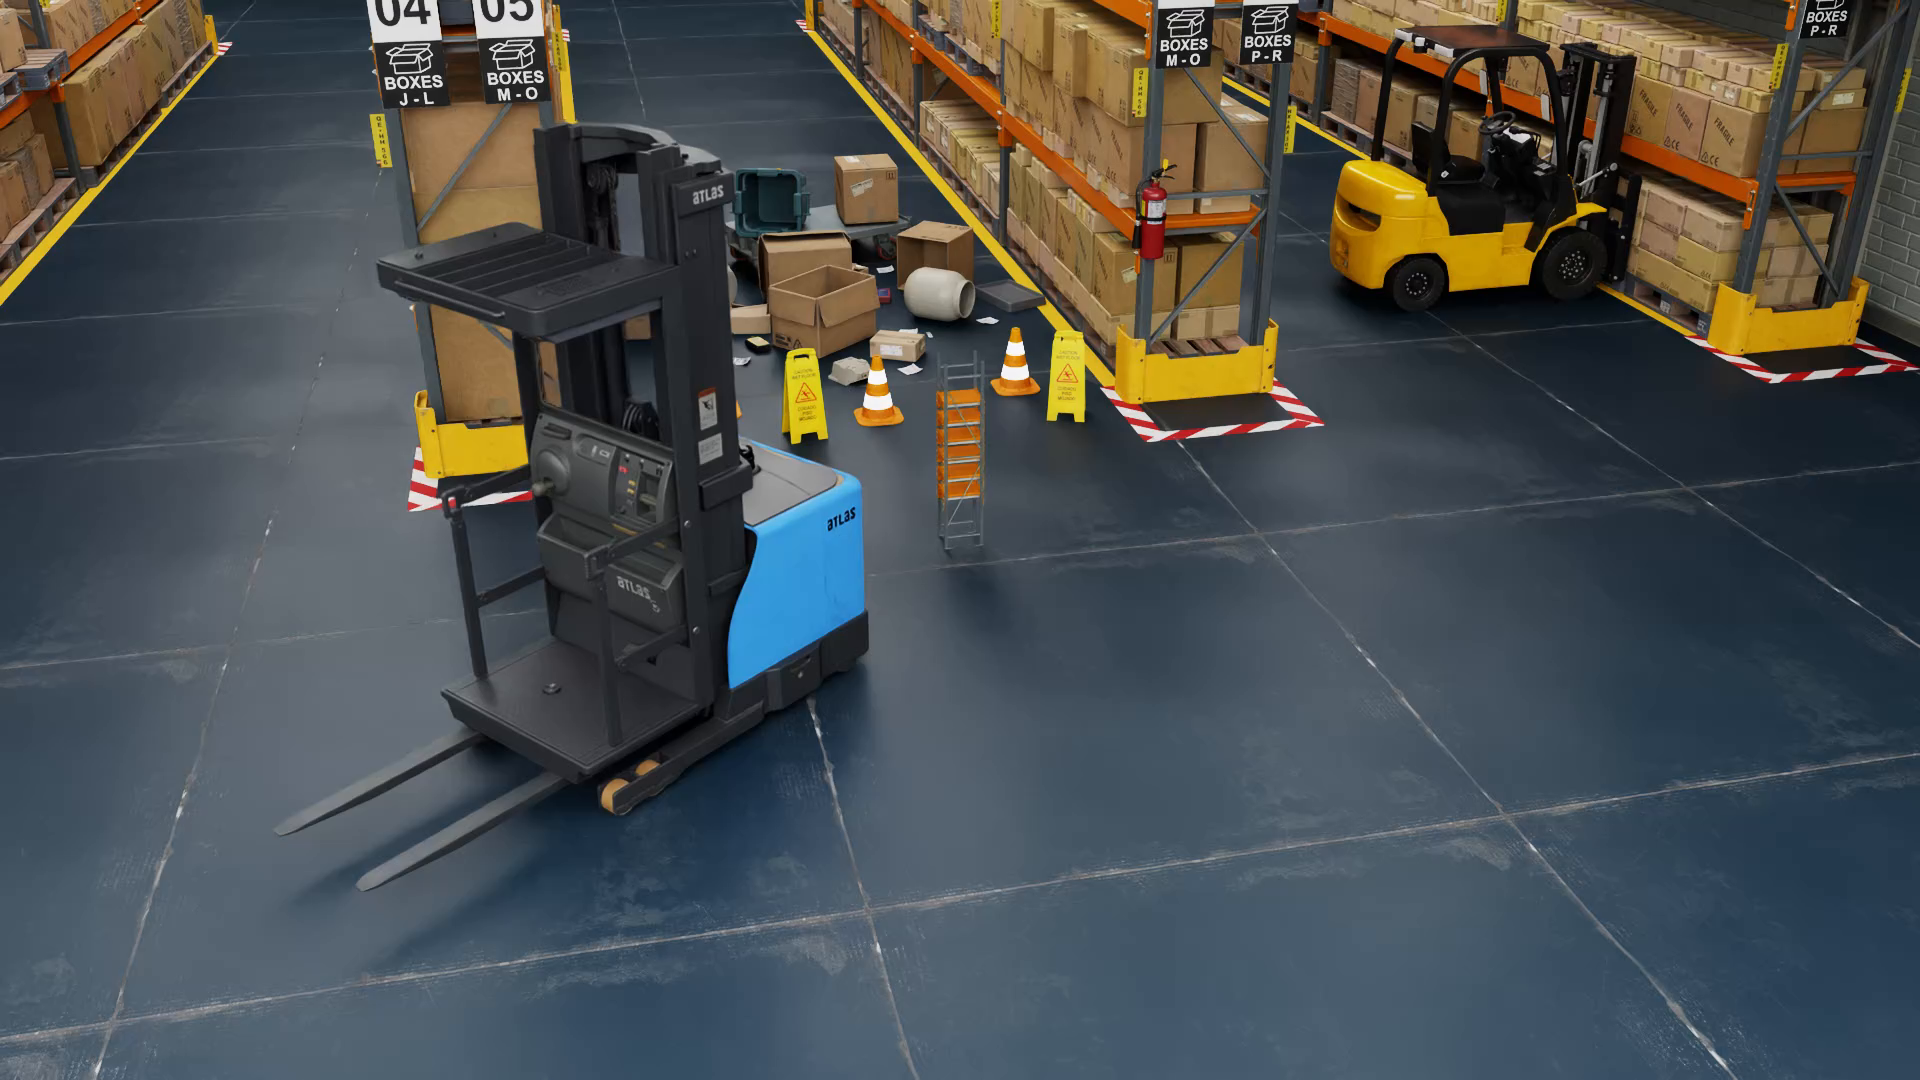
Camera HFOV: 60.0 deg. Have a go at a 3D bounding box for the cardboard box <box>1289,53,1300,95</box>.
[{"bbox_3d":[4.396,-5.907,20.933,0.500,0.500,0.500,-6,27,-12],"label":"cardboard box"}]

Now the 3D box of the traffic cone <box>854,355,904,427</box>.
[{"bbox_3d":[-0.587,-1.097,11.910,0.336,0.463,0.334,-6,27,-12],"label":"traffic cone"}]

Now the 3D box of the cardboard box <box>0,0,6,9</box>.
[{"bbox_3d":[-9.526,-4.938,16.128,0.500,0.500,0.500,-9,28,-18],"label":"cardboard box"}]

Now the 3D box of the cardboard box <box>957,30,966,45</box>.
[{"bbox_3d":[0.177,-5.145,16.927,0.380,0.149,0.250,-5,27,-10],"label":"cardboard box"}]

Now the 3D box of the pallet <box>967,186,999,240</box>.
[{"bbox_3d":[0.693,-3.286,16.527,1.003,0.211,1.213,-6,27,-12],"label":"pallet"}]

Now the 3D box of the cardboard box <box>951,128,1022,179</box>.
[{"bbox_3d":[0.425,-4.054,17.404,0.950,0.372,0.625,-5,27,-10],"label":"cardboard box"}]

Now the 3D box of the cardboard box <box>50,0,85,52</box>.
[{"bbox_3d":[-9.650,-5.451,17.610,0.500,0.500,0.500,-7,28,-13],"label":"cardboard box"}]

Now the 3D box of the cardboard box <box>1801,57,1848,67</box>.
[{"bbox_3d":[6.740,-3.699,13.088,0.380,0.149,0.250,-5,27,-10],"label":"cardboard box"}]

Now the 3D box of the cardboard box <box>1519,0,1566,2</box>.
[{"bbox_3d":[5.825,-5.329,16.648,0.380,0.149,0.250,-7,28,-13],"label":"cardboard box"}]

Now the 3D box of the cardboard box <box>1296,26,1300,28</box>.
[{"bbox_3d":[4.174,-6.589,21.563,0.380,0.149,0.250,-7,28,-14],"label":"cardboard box"}]

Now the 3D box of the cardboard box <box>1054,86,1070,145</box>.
[{"bbox_3d":[1.067,-3.486,13.387,0.500,0.500,0.500,-6,27,-11],"label":"cardboard box"}]

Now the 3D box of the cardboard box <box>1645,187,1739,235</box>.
[{"bbox_3d":[6.078,-2.740,13.825,0.500,0.250,0.500,-5,27,-11],"label":"cardboard box"}]

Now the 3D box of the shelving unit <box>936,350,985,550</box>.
[{"bbox_3d":[0.003,-0.529,9.967,0.258,1.200,0.189,-6,27,-12],"label":"shelving unit"}]

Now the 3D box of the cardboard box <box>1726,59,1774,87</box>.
[{"bbox_3d":[6.234,-3.647,12.986,0.380,0.149,0.250,-6,27,-12],"label":"cardboard box"}]

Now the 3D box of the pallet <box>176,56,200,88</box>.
[{"bbox_3d":[-10.962,-6.329,22.555,1.003,0.211,1.213,-6,27,-12],"label":"pallet"}]

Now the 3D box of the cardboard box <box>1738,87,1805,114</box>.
[{"bbox_3d":[6.255,-3.397,12.821,0.380,0.149,0.250,-6,27,-11],"label":"cardboard box"}]

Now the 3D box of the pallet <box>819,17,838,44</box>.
[{"bbox_3d":[-1.578,-7.870,25.607,1.003,0.211,1.213,-6,27,-12],"label":"pallet"}]

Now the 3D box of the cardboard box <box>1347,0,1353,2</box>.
[{"bbox_3d":[4.641,-6.385,19.184,0.500,0.250,0.500,-6,27,-12],"label":"cardboard box"}]

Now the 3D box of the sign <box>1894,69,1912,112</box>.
[{"bbox_3d":[7.148,-3.415,12.638,0.100,0.325,0.005,-6,27,-12],"label":"sign"}]

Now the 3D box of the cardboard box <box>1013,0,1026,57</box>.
[{"bbox_3d":[0.851,-4.372,14.032,0.700,0.500,0.500,-6,27,-11],"label":"cardboard box"}]

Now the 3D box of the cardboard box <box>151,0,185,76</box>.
[{"bbox_3d":[-10.862,-6.627,21.943,0.875,0.875,0.875,-6,27,-12],"label":"cardboard box"}]

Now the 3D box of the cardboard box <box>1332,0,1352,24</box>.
[{"bbox_3d":[4.665,-6.165,19.301,0.500,0.250,0.500,-6,27,-11],"label":"cardboard box"}]

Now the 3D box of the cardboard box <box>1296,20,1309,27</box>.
[{"bbox_3d":[4.627,-6.758,21.899,0.380,0.149,0.250,-7,28,-14],"label":"cardboard box"}]

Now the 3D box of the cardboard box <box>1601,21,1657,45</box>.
[{"bbox_3d":[5.855,-4.435,14.546,0.380,0.149,0.250,-6,27,-12],"label":"cardboard box"}]

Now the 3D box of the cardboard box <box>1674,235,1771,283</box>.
[{"bbox_3d":[6.192,-2.304,13.517,0.500,0.250,0.500,-6,27,-12],"label":"cardboard box"}]

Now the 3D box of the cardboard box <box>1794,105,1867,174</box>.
[{"bbox_3d":[6.765,-3.230,13.209,0.500,0.500,0.500,-5,27,-10],"label":"cardboard box"}]

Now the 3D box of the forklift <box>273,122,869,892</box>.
[{"bbox_3d":[-1.796,-0.284,7.560,1.130,2.935,3.031,20,33,34],"label":"forklift"}]

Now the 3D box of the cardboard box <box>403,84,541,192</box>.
[{"bbox_3d":[-3.075,-2.602,10.712,0.875,0.550,0.550,-6,27,-12],"label":"cardboard box"}]

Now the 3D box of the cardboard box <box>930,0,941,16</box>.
[{"bbox_3d":[-0.032,-5.861,17.627,0.500,0.500,0.500,-5,27,-9],"label":"cardboard box"}]

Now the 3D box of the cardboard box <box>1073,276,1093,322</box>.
[{"bbox_3d":[1.218,-1.949,13.369,0.500,0.250,0.500,-6,27,-11],"label":"cardboard box"}]

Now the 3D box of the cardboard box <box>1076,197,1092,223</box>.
[{"bbox_3d":[1.135,-2.608,13.122,0.380,0.149,0.250,-5,27,-11],"label":"cardboard box"}]

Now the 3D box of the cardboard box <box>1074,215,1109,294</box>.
[{"bbox_3d":[1.216,-2.282,13.196,0.500,0.500,0.500,-5,27,-10],"label":"cardboard box"}]

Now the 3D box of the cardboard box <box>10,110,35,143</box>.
[{"bbox_3d":[-9.507,-4.063,16.425,0.500,0.250,0.500,-5,27,-9],"label":"cardboard box"}]

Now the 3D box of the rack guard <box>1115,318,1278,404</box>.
[{"bbox_3d":[1.754,-1.351,12.372,1.175,0.500,0.348,-6,27,-12],"label":"rack guard"}]

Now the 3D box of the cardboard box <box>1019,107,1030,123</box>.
[{"bbox_3d":[0.736,-3.801,14.730,0.380,0.149,0.250,-5,27,-10],"label":"cardboard box"}]

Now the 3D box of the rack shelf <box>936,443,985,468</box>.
[{"bbox_3d":[0.003,-0.490,9.987,0.258,0.103,0.180,-6,27,-12],"label":"rack shelf"}]

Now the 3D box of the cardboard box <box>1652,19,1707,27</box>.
[{"bbox_3d":[6.328,-4.487,14.651,0.380,0.149,0.250,-6,27,-12],"label":"cardboard box"}]

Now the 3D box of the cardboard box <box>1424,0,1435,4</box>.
[{"bbox_3d":[5.095,-5.715,17.413,0.380,0.149,0.250,-6,27,-11],"label":"cardboard box"}]

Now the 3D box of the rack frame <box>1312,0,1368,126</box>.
[{"bbox_3d":[4.803,-6.451,19.703,1.000,3.000,0.127,-6,27,-12],"label":"rack frame"}]

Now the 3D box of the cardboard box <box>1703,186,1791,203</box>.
[{"bbox_3d":[6.566,-2.795,13.934,0.500,0.250,0.500,-6,27,-12],"label":"cardboard box"}]

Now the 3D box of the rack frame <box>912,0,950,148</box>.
[{"bbox_3d":[-0.032,-5.946,18.701,1.000,3.000,0.127,-6,27,-12],"label":"rack frame"}]

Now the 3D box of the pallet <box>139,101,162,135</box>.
[{"bbox_3d":[-10.341,-5.119,20.158,1.003,0.211,1.213,-6,27,-12],"label":"pallet"}]

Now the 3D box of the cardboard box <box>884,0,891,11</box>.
[{"bbox_3d":[-0.627,-6.520,20.005,0.500,0.250,0.500,-6,27,-12],"label":"cardboard box"}]

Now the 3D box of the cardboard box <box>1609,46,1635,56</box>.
[{"bbox_3d":[5.849,-4.182,14.376,0.380,0.149,0.250,-7,28,-13],"label":"cardboard box"}]

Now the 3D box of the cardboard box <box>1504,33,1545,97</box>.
[{"bbox_3d":[5.550,-4.519,15.763,0.500,0.500,0.500,-7,28,-13],"label":"cardboard box"}]

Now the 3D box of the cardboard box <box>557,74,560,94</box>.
[{"bbox_3d":[-3.901,-4.167,15.066,0.500,0.500,0.500,-6,27,-11],"label":"cardboard box"}]

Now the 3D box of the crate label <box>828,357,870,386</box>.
[{"bbox_3d":[-0.825,-1.290,12.654,0.250,0.136,0.298,-23,35,-38],"label":"crate label"}]

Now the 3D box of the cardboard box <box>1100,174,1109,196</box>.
[{"bbox_3d":[1.276,-2.679,12.507,0.380,0.149,0.250,-6,27,-12],"label":"cardboard box"}]

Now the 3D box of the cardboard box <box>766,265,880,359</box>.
[{"bbox_3d":[-1.091,-1.833,13.323,0.637,0.503,0.797,19,32,32],"label":"cardboard box"}]

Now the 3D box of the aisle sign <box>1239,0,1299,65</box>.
[{"bbox_3d":[2.087,-3.598,11.165,0.394,0.787,0.004,-6,27,-12],"label":"aisle sign"}]

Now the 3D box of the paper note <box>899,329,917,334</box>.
[{"bbox_3d":[-0.427,-1.704,13.605,0.148,0.019,0.142,3,27,6],"label":"paper note"}]

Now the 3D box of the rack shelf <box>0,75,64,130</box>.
[{"bbox_3d":[-9.236,-3.740,15.130,1.077,0.370,4.000,-6,27,-12],"label":"rack shelf"}]

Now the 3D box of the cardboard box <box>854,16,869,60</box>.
[{"bbox_3d":[-0.970,-7.032,23.230,0.875,0.438,0.875,-6,27,-12],"label":"cardboard box"}]

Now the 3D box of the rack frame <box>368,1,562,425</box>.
[{"bbox_3d":[-3.029,-1.887,10.659,1.000,3.000,0.127,-6,27,-12],"label":"rack frame"}]

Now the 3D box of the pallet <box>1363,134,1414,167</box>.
[{"bbox_3d":[5.222,-4.307,18.548,1.003,0.211,1.213,-6,27,-12],"label":"pallet"}]
